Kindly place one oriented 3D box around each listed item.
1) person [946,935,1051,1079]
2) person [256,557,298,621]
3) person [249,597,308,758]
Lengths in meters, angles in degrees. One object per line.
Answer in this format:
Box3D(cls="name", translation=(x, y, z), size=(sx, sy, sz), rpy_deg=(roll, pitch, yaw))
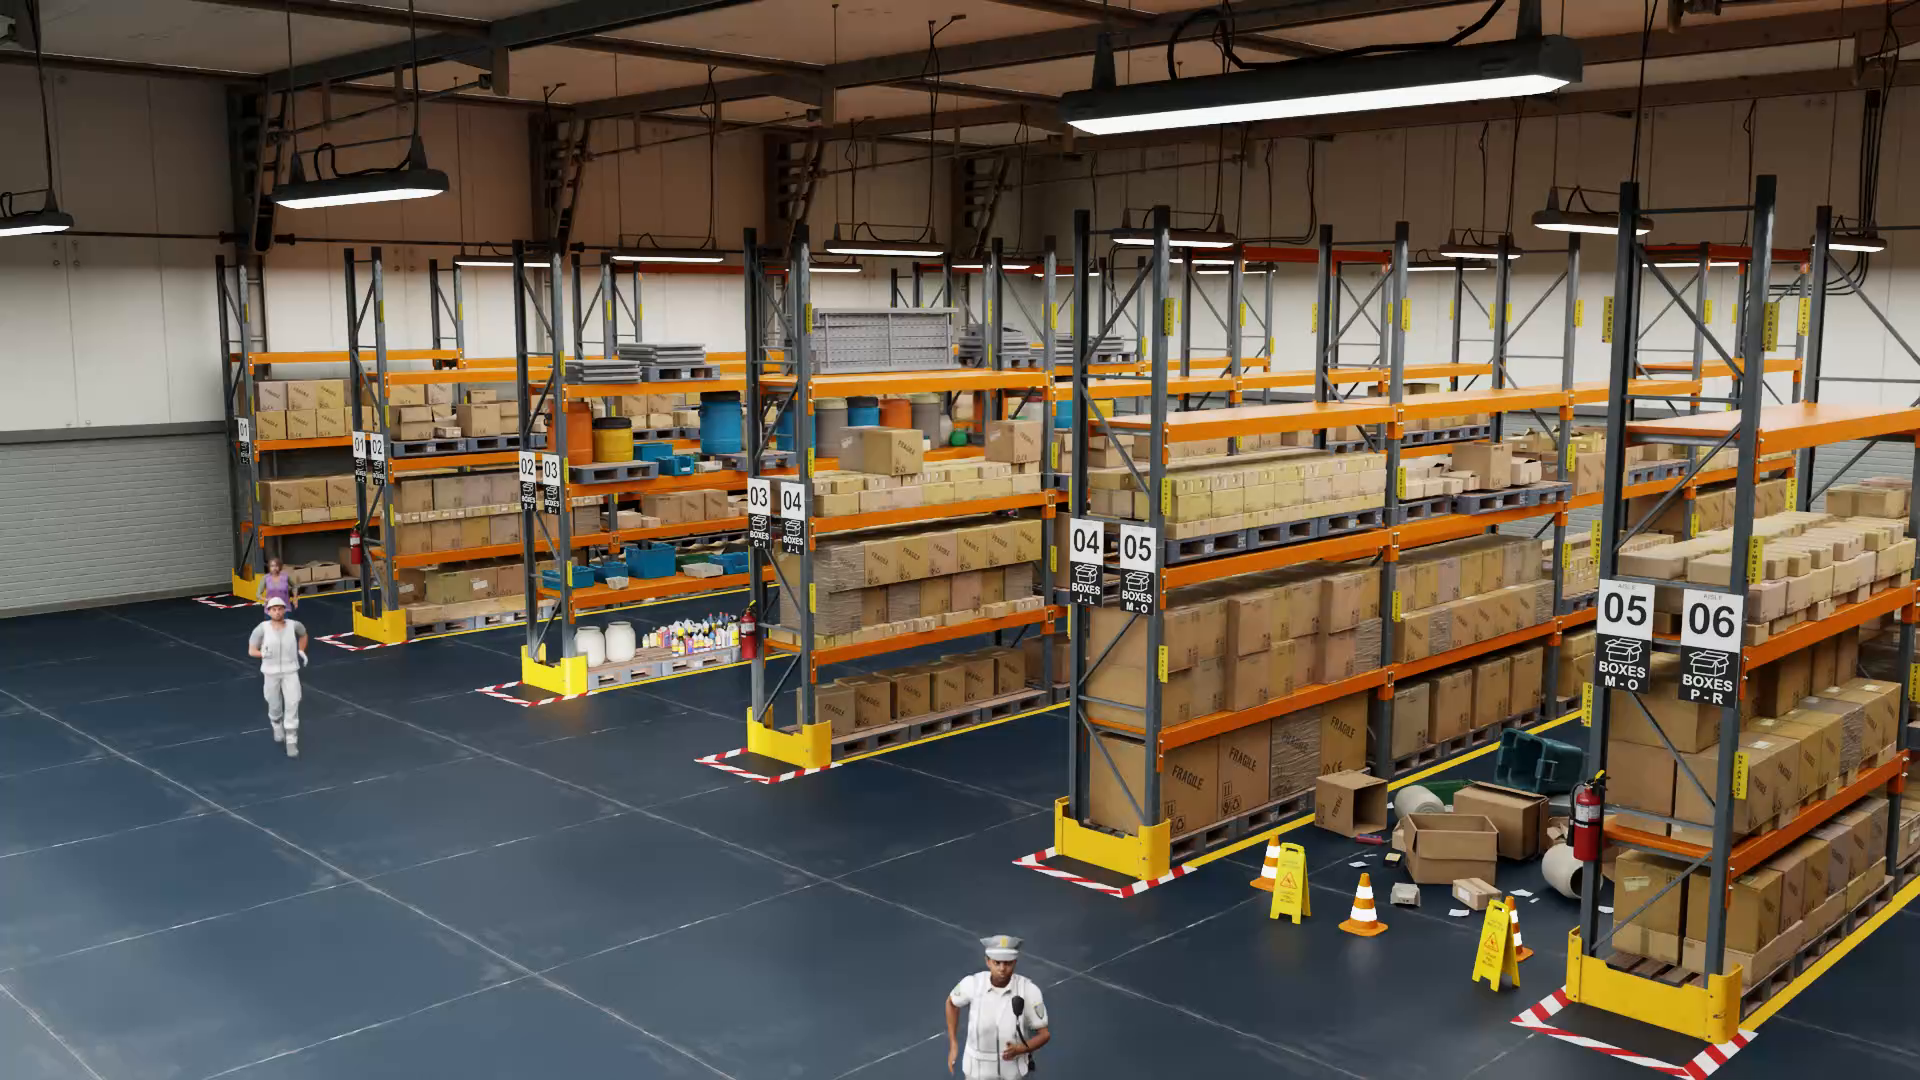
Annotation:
Box3D(cls="person", translation=(0.216, 3.017, 9.339), size=(0.565, 1.746, 0.759), rpy_deg=(-1, 8, -4))
Box3D(cls="person", translation=(-9.640, 1.038, 23.506), size=(0.556, 1.581, 0.894), rpy_deg=(-3, 9, -23))
Box3D(cls="person", translation=(-7.828, 1.541, 19.159), size=(0.647, 1.787, 0.968), rpy_deg=(-4, 9, -25))
